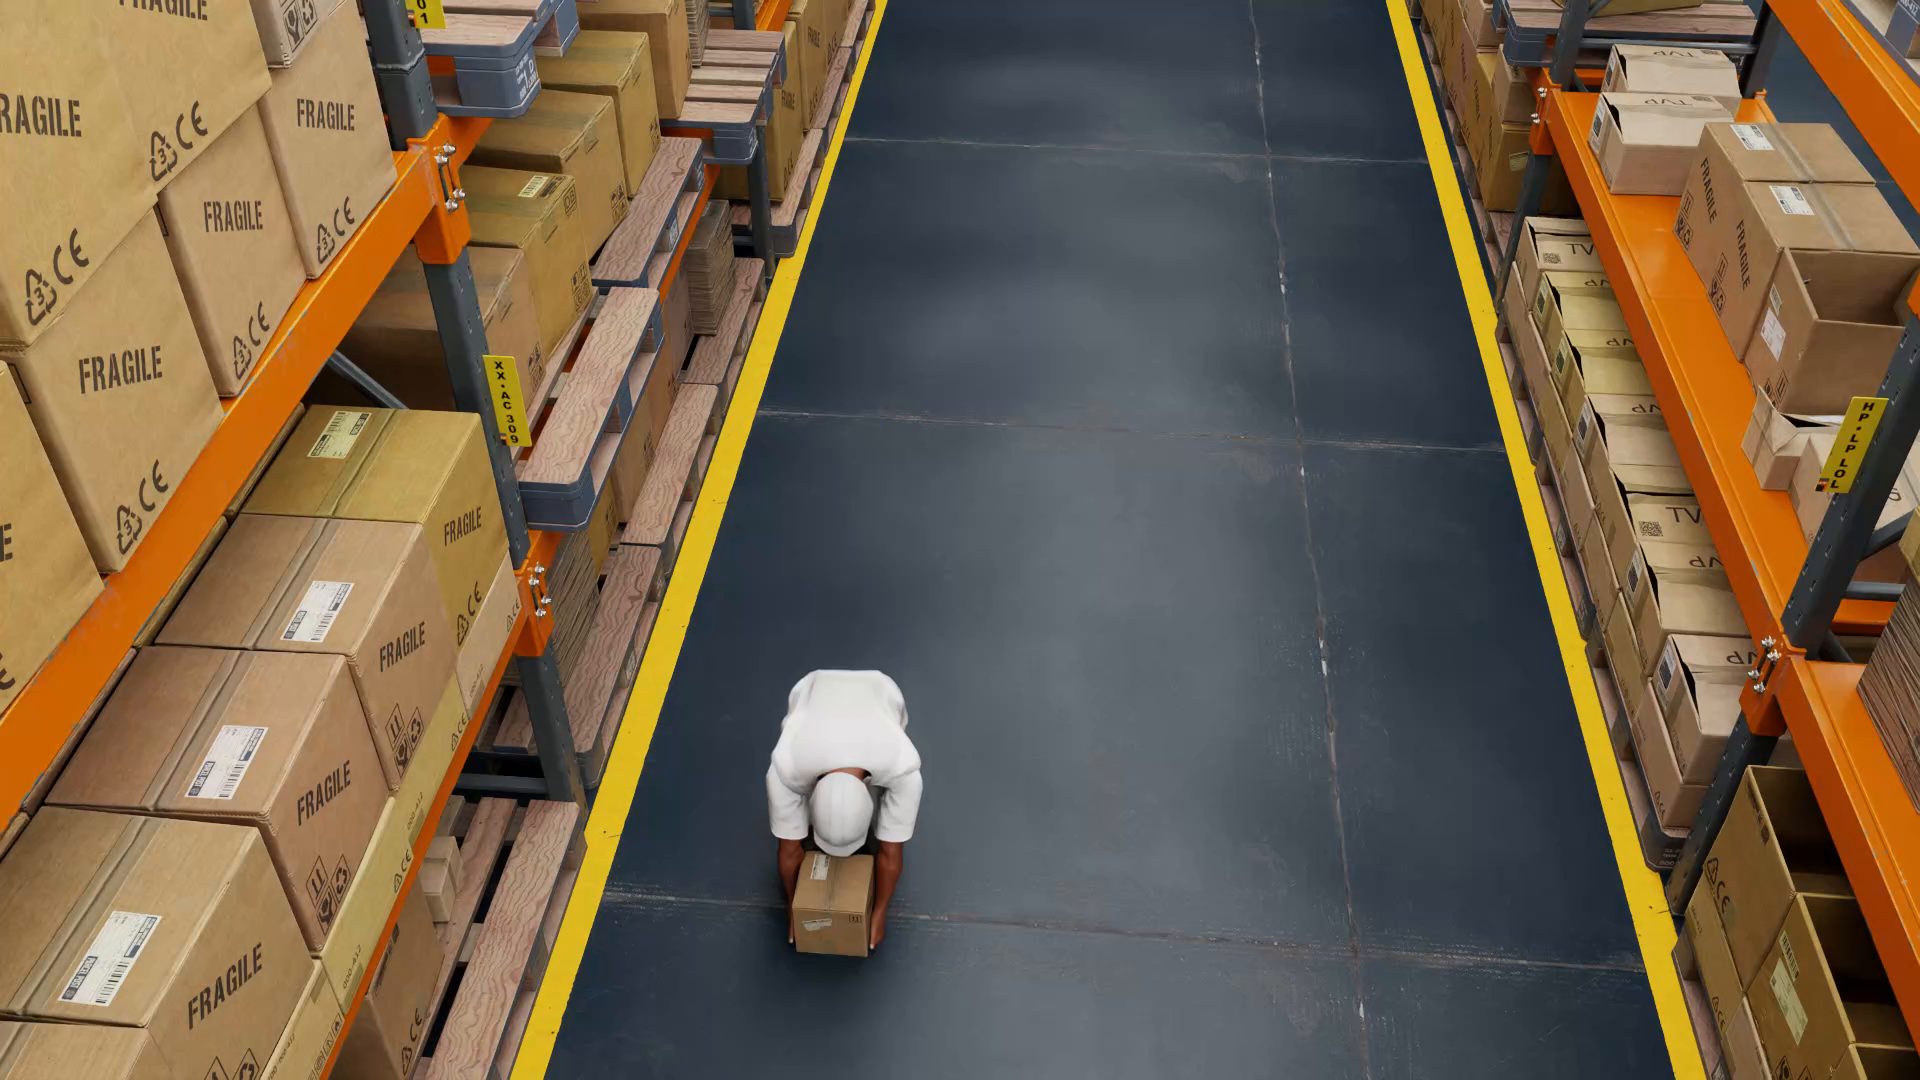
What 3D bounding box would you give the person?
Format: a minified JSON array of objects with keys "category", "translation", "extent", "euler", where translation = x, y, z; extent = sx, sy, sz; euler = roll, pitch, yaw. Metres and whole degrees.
[{"category":"person","translation":[-0.391,0.893,5.879],"extent":[0.540,0.877,0.938],"euler":[3,40,3]}]
